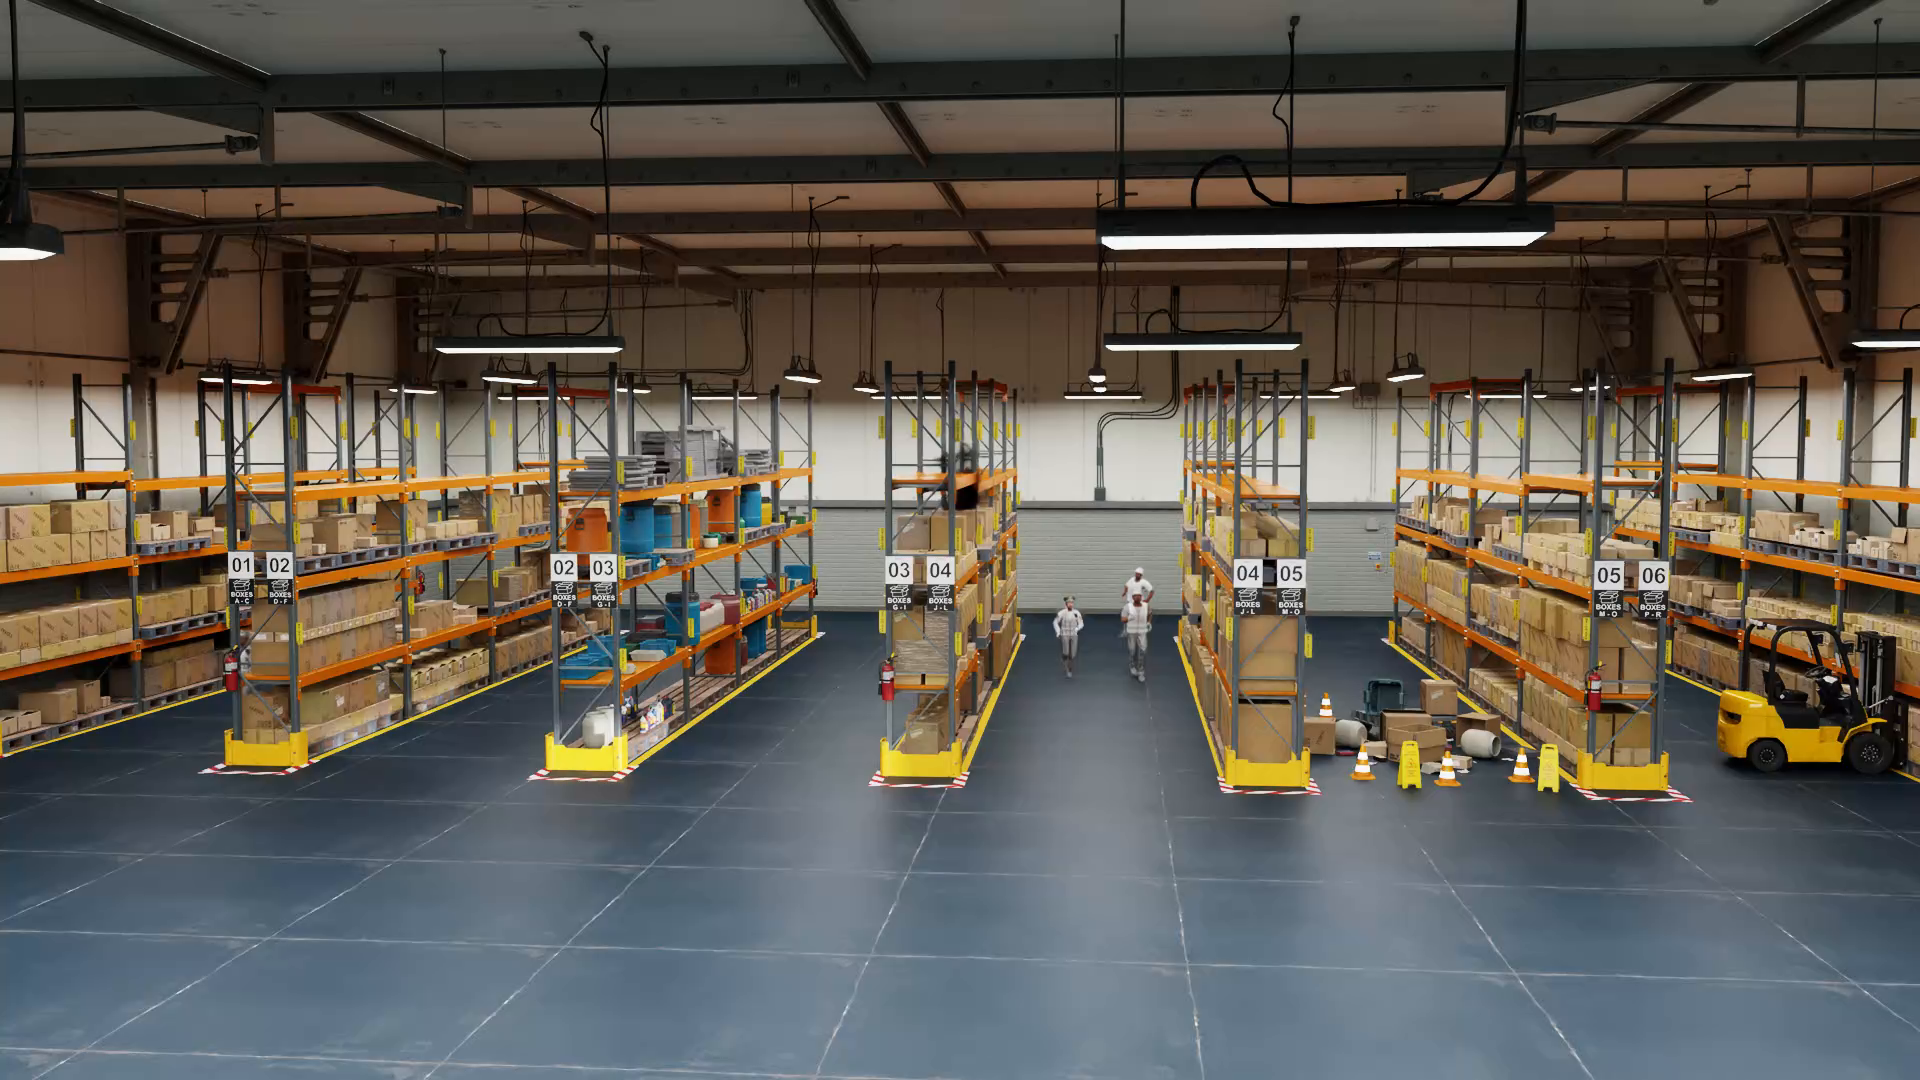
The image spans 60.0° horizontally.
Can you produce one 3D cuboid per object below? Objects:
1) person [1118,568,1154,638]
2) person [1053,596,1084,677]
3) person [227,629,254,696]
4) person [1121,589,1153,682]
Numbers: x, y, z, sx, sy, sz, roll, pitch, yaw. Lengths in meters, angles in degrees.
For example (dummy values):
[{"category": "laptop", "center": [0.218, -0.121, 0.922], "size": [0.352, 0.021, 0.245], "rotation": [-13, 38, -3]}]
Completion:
[{"category": "person", "center": [4.209, 1.514, 40.114], "size": [0.647, 1.725, 0.822], "rotation": [-3, 5, -38]}, {"category": "person", "center": [2.222, 1.958, 33.752], "size": [0.608, 1.656, 0.540], "rotation": [0, 4, -5]}, {"category": "person", "center": [-11.842, 2.324, 27.478], "size": [0.570, 1.719, 0.850], "rotation": [0, 4, 4]}, {"category": "person", "center": [3.559, 1.903, 33.419], "size": [0.657, 1.835, 0.763], "rotation": [0, 4, 3]}]
